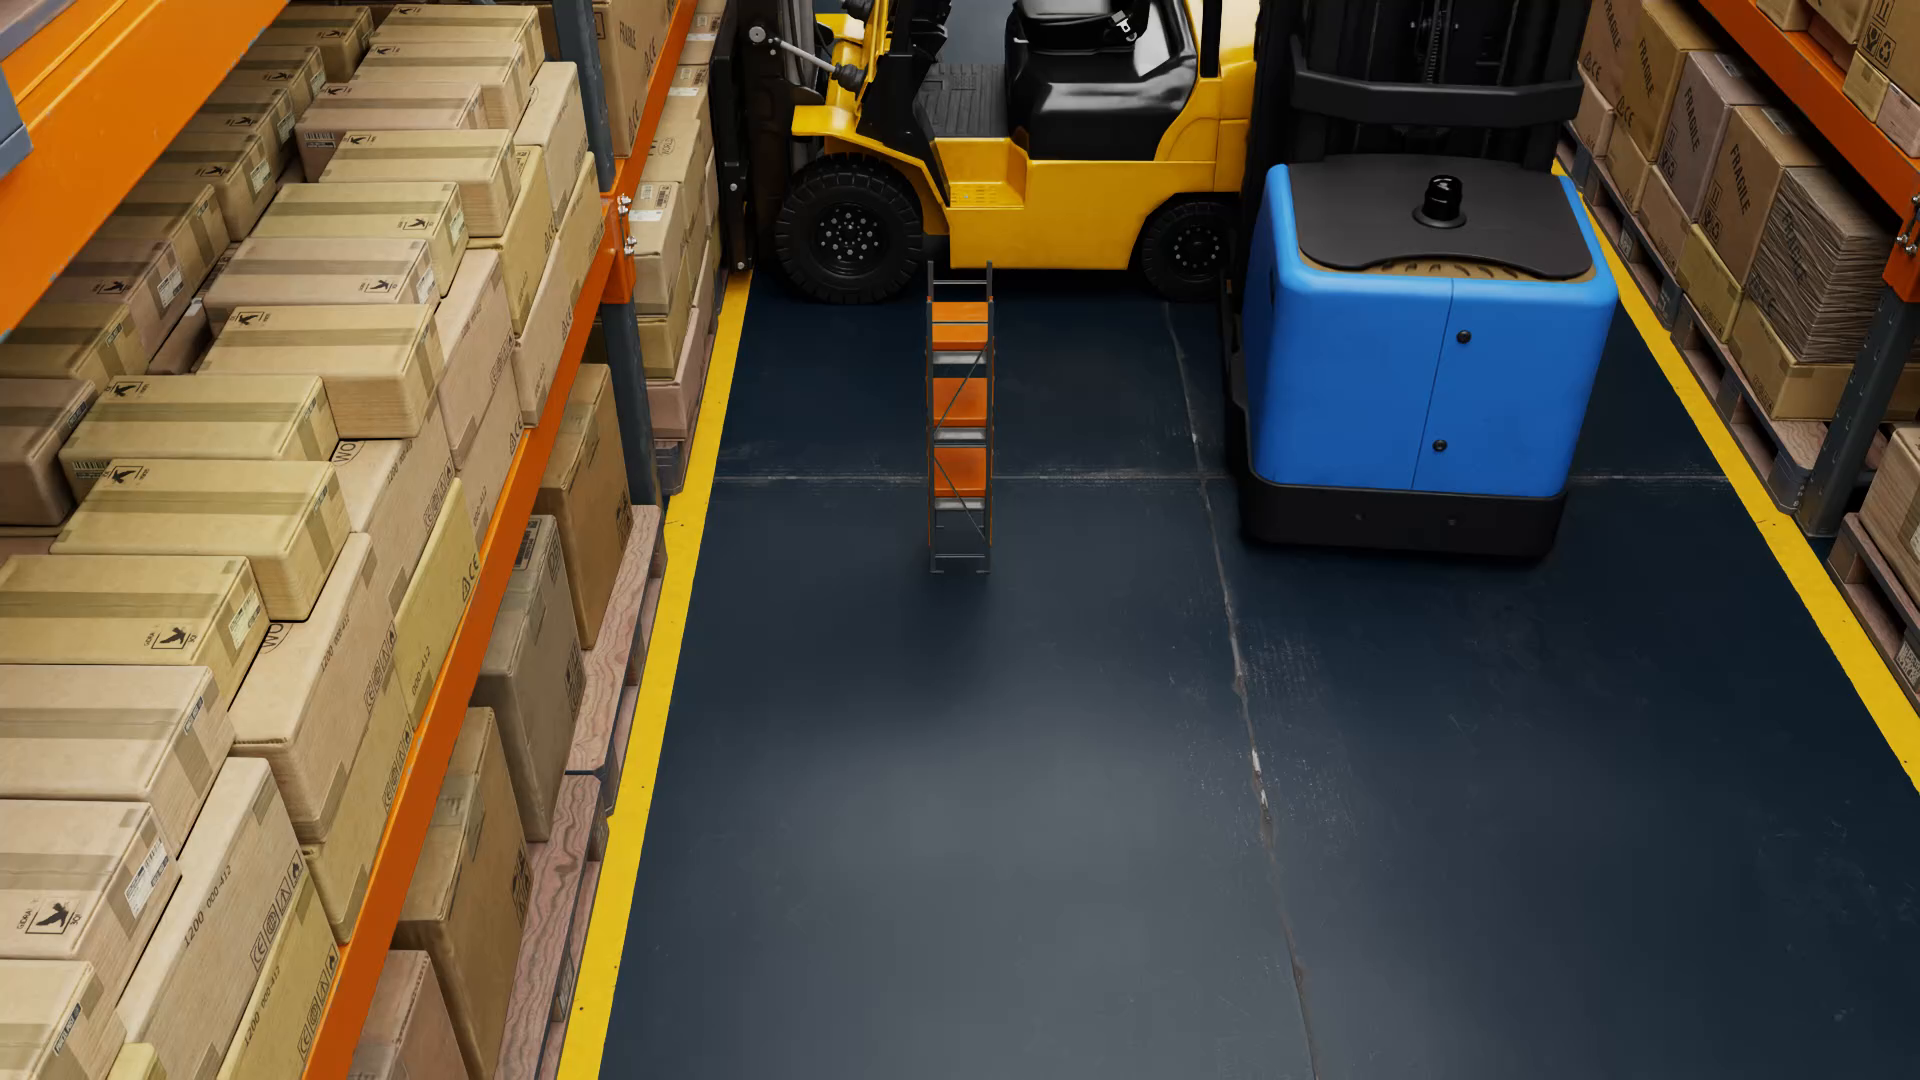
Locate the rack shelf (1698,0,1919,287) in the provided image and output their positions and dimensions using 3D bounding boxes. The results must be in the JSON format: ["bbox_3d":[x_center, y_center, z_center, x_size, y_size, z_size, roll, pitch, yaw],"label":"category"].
[{"bbox_3d":[3.426,-2.182,6.649,1.077,0.370,4.000,0,39,0],"label":"rack shelf"}]

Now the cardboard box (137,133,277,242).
[{"bbox_3d":[-1.781,-0.794,3.744,0.380,0.149,0.250,0,39,0],"label":"cardboard box"}]

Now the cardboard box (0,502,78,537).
[{"bbox_3d":[-1.802,-0.069,3.158,0.500,0.250,0.500,-1,39,-1],"label":"cardboard box"}]

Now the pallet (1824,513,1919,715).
[{"bbox_3d":[3.431,0.363,5.128,1.003,0.211,1.213,0,39,0],"label":"pallet"}]

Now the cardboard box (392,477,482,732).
[{"bbox_3d":[-1.289,0.116,3.327,0.500,0.250,0.500,1,39,1],"label":"cardboard box"}]

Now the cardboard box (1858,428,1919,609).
[{"bbox_3d":[3.432,-0.022,5.144,0.950,0.372,0.625,0,39,1],"label":"cardboard box"}]

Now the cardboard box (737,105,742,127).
[{"bbox_3d":[-1.215,-2.052,7.376,0.500,0.250,0.500,-1,39,-1],"label":"cardboard box"}]

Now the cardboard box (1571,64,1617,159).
[{"bbox_3d":[3.141,-1.980,7.685,0.500,0.250,0.500,1,39,2],"label":"cardboard box"}]

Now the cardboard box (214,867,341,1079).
[{"bbox_3d":[-1.282,0.762,2.520,0.500,0.250,0.500,-1,39,-1],"label":"cardboard box"}]

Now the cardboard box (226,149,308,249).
[{"bbox_3d":[-1.800,-0.710,3.958,0.500,0.250,0.500,0,39,-1],"label":"cardboard box"}]

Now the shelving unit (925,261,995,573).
[{"bbox_3d":[0.000,-0.376,5.380,0.215,1.050,0.252,0,39,0],"label":"shelving unit"}]

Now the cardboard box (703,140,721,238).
[{"bbox_3d":[-1.218,-1.424,6.591,0.500,0.250,0.500,0,39,0],"label":"cardboard box"}]

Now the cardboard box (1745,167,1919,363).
[{"bbox_3d":[3.160,-0.965,5.819,0.500,0.500,0.500,-1,39,-1],"label":"cardboard box"}]

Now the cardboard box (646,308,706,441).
[{"bbox_3d":[-1.204,-0.599,5.962,0.500,0.250,0.500,0,39,0],"label":"cardboard box"}]

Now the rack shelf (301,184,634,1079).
[{"bbox_3d":[-1.533,0.326,3.520,1.077,0.370,4.000,0,39,0],"label":"rack shelf"}]

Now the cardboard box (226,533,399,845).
[{"bbox_3d":[-1.269,0.241,2.771,0.500,0.250,0.500,-1,39,-1],"label":"cardboard box"}]

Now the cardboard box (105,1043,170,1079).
[{"bbox_3d":[-1.262,0.882,1.972,0.500,0.250,0.500,0,39,0],"label":"cardboard box"}]

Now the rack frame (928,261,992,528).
[{"bbox_3d":[0.000,-0.453,5.475,0.200,1.050,0.008,0,39,0],"label":"rack frame"}]

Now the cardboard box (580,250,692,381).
[{"bbox_3d":[-1.227,-0.794,5.806,0.500,0.250,0.500,0,39,0],"label":"cardboard box"}]

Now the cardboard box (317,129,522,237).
[{"bbox_3d":[-1.214,-0.806,3.758,0.380,0.149,0.250,-1,39,-1],"label":"cardboard box"}]

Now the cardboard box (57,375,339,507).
[{"bbox_3d":[-1.345,-0.166,2.959,0.380,0.149,0.250,0,39,0],"label":"cardboard box"}]

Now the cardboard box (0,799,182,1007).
[{"bbox_3d":[-1.264,0.476,2.158,0.380,0.149,0.250,1,39,1],"label":"cardboard box"}]

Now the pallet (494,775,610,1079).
[{"bbox_3d":[-1.491,1.108,4.199,1.003,0.211,1.213,0,39,0],"label":"pallet"}]

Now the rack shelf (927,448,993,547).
[{"bbox_3d":[0.000,-0.151,5.560,0.215,0.259,0.240,0,39,0],"label":"rack shelf"}]

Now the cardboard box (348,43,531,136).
[{"bbox_3d":[-1.294,-1.123,4.154,0.380,0.149,0.250,-1,39,-1],"label":"cardboard box"}]

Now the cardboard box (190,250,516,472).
[{"bbox_3d":[-1.276,-0.394,3.563,0.500,0.250,0.500,1,39,1],"label":"cardboard box"}]

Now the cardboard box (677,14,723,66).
[{"bbox_3d":[-1.217,-1.949,6.846,0.500,0.250,0.500,-1,39,-1],"label":"cardboard box"}]

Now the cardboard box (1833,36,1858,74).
[{"bbox_3d":[3.194,-1.634,5.591,0.380,0.149,0.250,0,39,0],"label":"cardboard box"}]

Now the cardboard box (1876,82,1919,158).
[{"bbox_3d":[3.123,-1.314,5.192,0.380,0.149,0.250,0,39,-1],"label":"cardboard box"}]

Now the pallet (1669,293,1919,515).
[{"bbox_3d":[3.393,-0.543,6.259,1.003,0.211,1.213,0,39,0],"label":"pallet"}]

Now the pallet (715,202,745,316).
[{"bbox_3d":[-1.498,-1.380,7.303,1.003,0.211,1.213,0,39,0],"label":"pallet"}]

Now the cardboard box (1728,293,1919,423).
[{"bbox_3d":[3.159,-0.672,6.053,0.500,0.250,0.500,2,39,2],"label":"cardboard box"}]

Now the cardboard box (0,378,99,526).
[{"bbox_3d":[-1.754,-0.160,2.952,0.380,0.149,0.250,1,39,1],"label":"cardboard box"}]

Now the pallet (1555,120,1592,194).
[{"bbox_3d":[3.390,-2.069,8.163,1.003,0.211,1.213,0,39,0],"label":"pallet"}]

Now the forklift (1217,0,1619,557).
[{"bbox_3d":[1.616,-1.998,5.899,1.130,2.935,3.031,3,39,4],"label":"forklift"}]

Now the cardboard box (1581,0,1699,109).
[{"bbox_3d":[3.154,-2.250,7.422,0.500,0.500,0.500,-1,39,-2],"label":"cardboard box"}]

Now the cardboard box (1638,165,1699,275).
[{"bbox_3d":[3.153,-1.323,6.865,0.500,0.250,0.500,1,39,1],"label":"cardboard box"}]

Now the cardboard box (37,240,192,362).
[{"bbox_3d":[-1.801,-0.481,3.352,0.380,0.149,0.250,0,39,0],"label":"cardboard box"}]

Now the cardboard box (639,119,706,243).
[{"bbox_3d":[-1.212,-1.309,6.048,0.500,0.250,0.500,0,39,0],"label":"cardboard box"}]

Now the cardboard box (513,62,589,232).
[{"bbox_3d":[-1.279,-1.035,4.363,0.500,0.250,0.500,-1,39,-1],"label":"cardboard box"}]

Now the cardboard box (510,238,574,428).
[{"bbox_3d":[-1.267,-0.518,4.117,0.500,0.250,0.500,0,39,0],"label":"cardboard box"}]

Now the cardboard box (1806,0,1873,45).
[{"bbox_3d":[3.172,-1.966,5.487,0.500,0.500,0.500,1,39,1],"label":"cardboard box"}]

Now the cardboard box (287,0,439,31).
[{"bbox_3d":[-1.806,-1.525,5.175,0.500,0.500,0.500,0,39,0],"label":"cardboard box"}]

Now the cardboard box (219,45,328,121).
[{"bbox_3d":[-1.801,-1.110,4.138,0.380,0.149,0.250,-1,39,-2],"label":"cardboard box"}]

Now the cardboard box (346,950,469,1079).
[{"bbox_3d":[-1.526,1.260,3.342,0.875,0.625,0.625,1,39,1],"label":"cardboard box"}]

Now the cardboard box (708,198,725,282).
[{"bbox_3d":[-1.237,-1.238,6.759,0.500,0.250,0.500,1,39,1],"label":"cardboard box"}]

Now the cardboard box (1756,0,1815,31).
[{"bbox_3d":[3.119,-1.950,5.985,0.380,0.149,0.250,-1,39,-1],"label":"cardboard box"}]

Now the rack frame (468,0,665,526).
[{"bbox_3d":[-1.535,-1.206,4.856,1.000,3.000,0.127,0,39,0],"label":"rack frame"}]

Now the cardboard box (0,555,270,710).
[{"bbox_3d":[-1.307,0.156,2.558,0.380,0.149,0.250,0,39,0],"label":"cardboard box"}]

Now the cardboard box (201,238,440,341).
[{"bbox_3d":[-1.282,-0.485,3.358,0.380,0.149,0.250,0,39,0],"label":"cardboard box"}]

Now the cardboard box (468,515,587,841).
[{"bbox_3d":[-1.530,0.369,4.454,0.875,0.625,0.625,0,39,0],"label":"cardboard box"}]

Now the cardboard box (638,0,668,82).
[{"bbox_3d":[-1.292,-1.848,5.578,0.500,0.500,0.500,1,39,1],"label":"cardboard box"}]

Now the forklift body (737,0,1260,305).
[{"bbox_3d":[0.287,-2.191,6.765,2.313,2.155,1.214,0,39,0],"label":"forklift body"}]

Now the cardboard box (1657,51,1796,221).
[{"bbox_3d":[3.156,-1.602,6.614,0.500,0.500,0.500,2,39,2],"label":"cardboard box"}]
